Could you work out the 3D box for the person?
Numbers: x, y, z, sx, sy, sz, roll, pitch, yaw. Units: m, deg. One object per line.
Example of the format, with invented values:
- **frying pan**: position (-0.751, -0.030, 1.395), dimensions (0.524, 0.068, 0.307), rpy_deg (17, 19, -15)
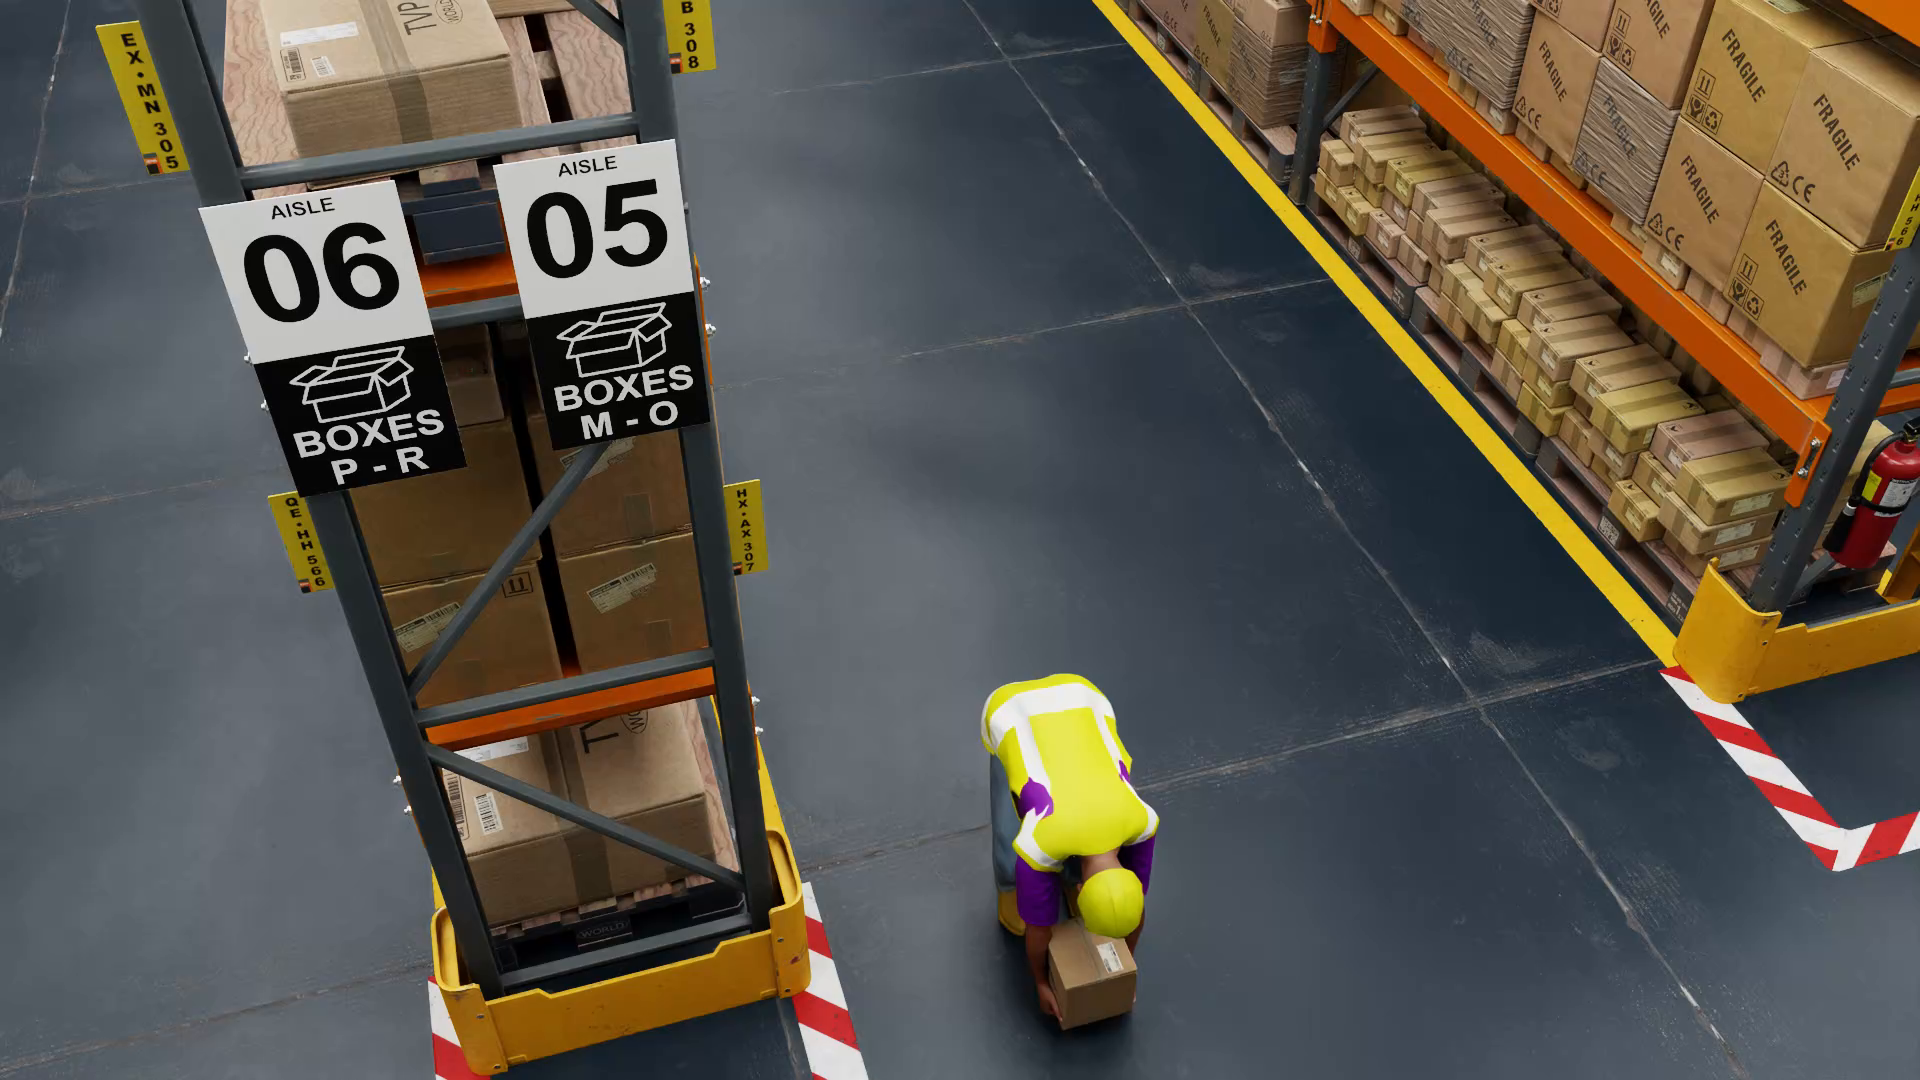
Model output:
- **person**: position (0.374, 1.042, 5.559), dimensions (0.503, 0.993, 0.974), rpy_deg (-10, 43, -11)
